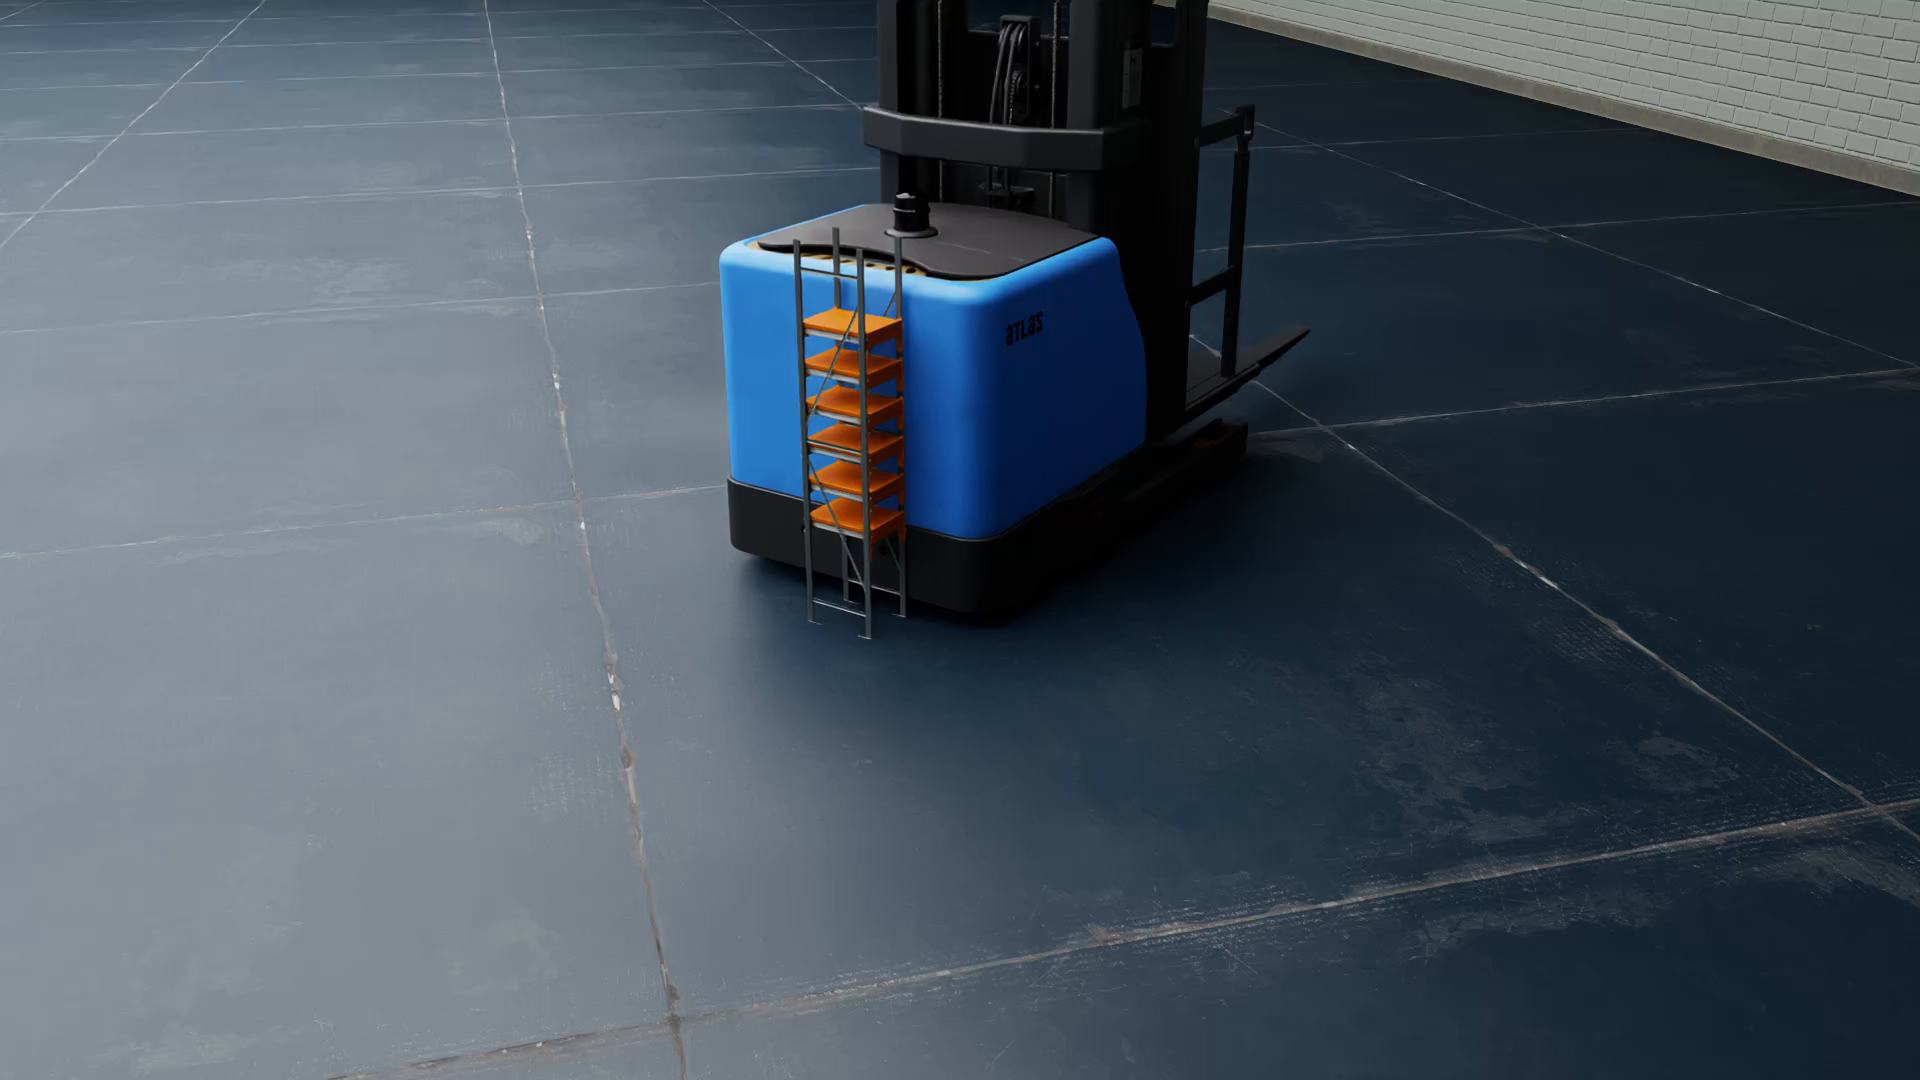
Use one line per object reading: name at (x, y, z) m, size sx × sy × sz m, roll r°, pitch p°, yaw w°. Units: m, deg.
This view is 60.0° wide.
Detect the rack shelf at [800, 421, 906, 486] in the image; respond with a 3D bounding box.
rack shelf at (-0.318, -0.260, 4.946) m, size 0.258 × 0.103 × 0.180 m, roll 14°, pitch 27°, yaw 30°

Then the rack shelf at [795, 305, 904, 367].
rack shelf at (-0.318, -0.590, 4.804) m, size 0.258 × 0.103 × 0.180 m, roll 14°, pitch 27°, yaw 30°

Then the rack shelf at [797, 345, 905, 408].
rack shelf at (-0.318, -0.480, 4.851) m, size 0.258 × 0.103 × 0.180 m, roll 14°, pitch 27°, yaw 30°

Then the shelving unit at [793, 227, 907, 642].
shelving unit at (-0.318, -0.300, 4.928) m, size 0.258 × 1.200 × 0.189 m, roll 14°, pitch 27°, yaw 30°

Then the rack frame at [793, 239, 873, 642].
rack frame at (-0.367, -0.270, 4.858) m, size 0.240 × 1.200 × 0.006 m, roll 14°, pitch 27°, yaw 30°

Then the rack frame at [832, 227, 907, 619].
rack frame at (-0.268, -0.331, 4.999) m, size 0.240 × 1.200 × 0.006 m, roll 14°, pitch 27°, yaw 30°

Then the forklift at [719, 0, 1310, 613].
forklift at (0.454, -1.656, 5.893) m, size 1.130 × 2.935 × 3.031 m, roll 14°, pitch 27°, yaw 30°

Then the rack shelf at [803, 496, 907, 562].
rack shelf at (-0.318, -0.039, 5.041) m, size 0.258 × 0.103 × 0.180 m, roll 14°, pitch 27°, yaw 30°

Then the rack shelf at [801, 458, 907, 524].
rack shelf at (-0.318, -0.149, 4.993) m, size 0.258 × 0.103 × 0.180 m, roll 14°, pitch 27°, yaw 30°

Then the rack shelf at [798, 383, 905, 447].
rack shelf at (-0.318, -0.370, 4.899) m, size 0.258 × 0.103 × 0.180 m, roll 14°, pitch 27°, yaw 30°
